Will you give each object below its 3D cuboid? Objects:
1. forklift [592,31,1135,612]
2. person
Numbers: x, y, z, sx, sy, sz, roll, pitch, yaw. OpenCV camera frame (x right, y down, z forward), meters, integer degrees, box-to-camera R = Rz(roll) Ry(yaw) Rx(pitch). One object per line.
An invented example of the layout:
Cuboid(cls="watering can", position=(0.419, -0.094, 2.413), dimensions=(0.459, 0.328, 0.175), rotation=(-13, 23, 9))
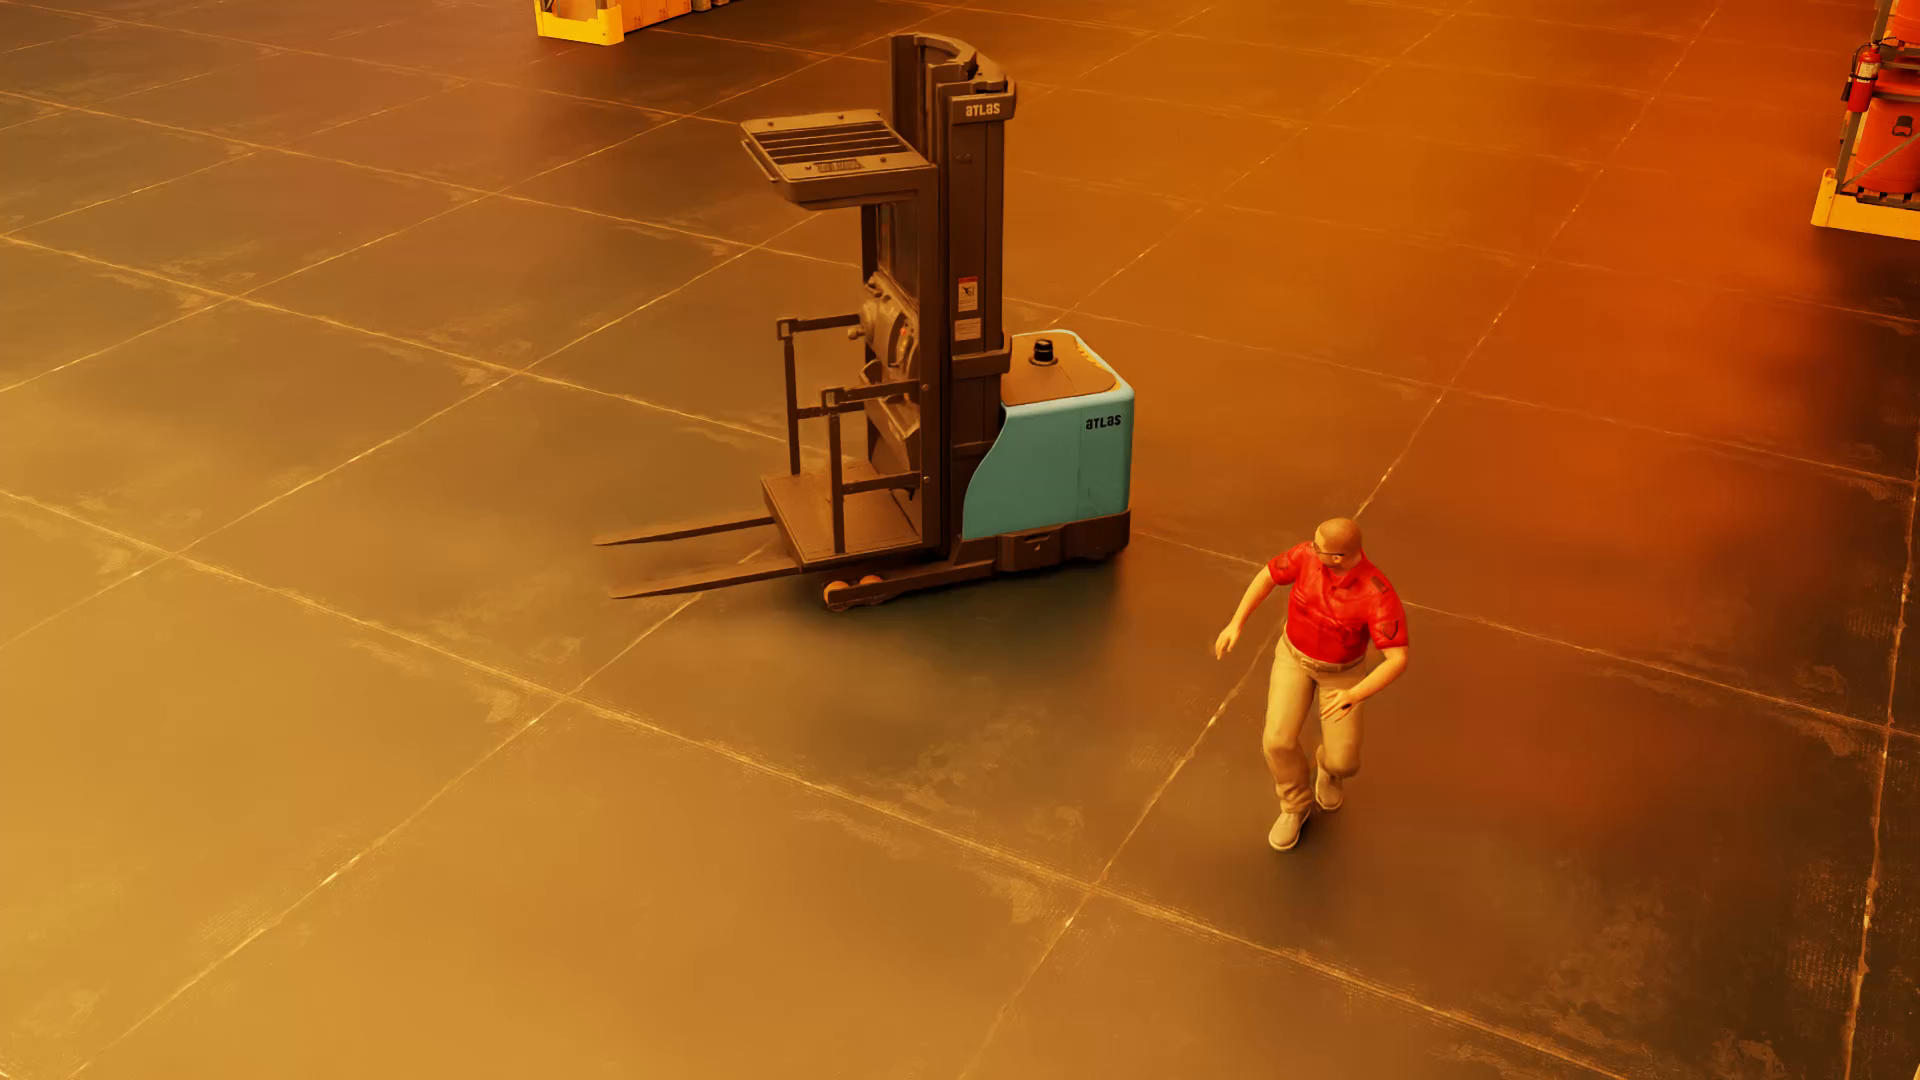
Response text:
Cuboid(cls="forklift", position=(-0.576, -1.167, 9.092), dimensions=(3.031, 2.935, 1.130), rotation=(-10, 31, -16))
Cuboid(cls="person", position=(1.529, 0.612, 7.335), dimensions=(0.862, 1.613, 0.829), rotation=(15, 33, 25))
